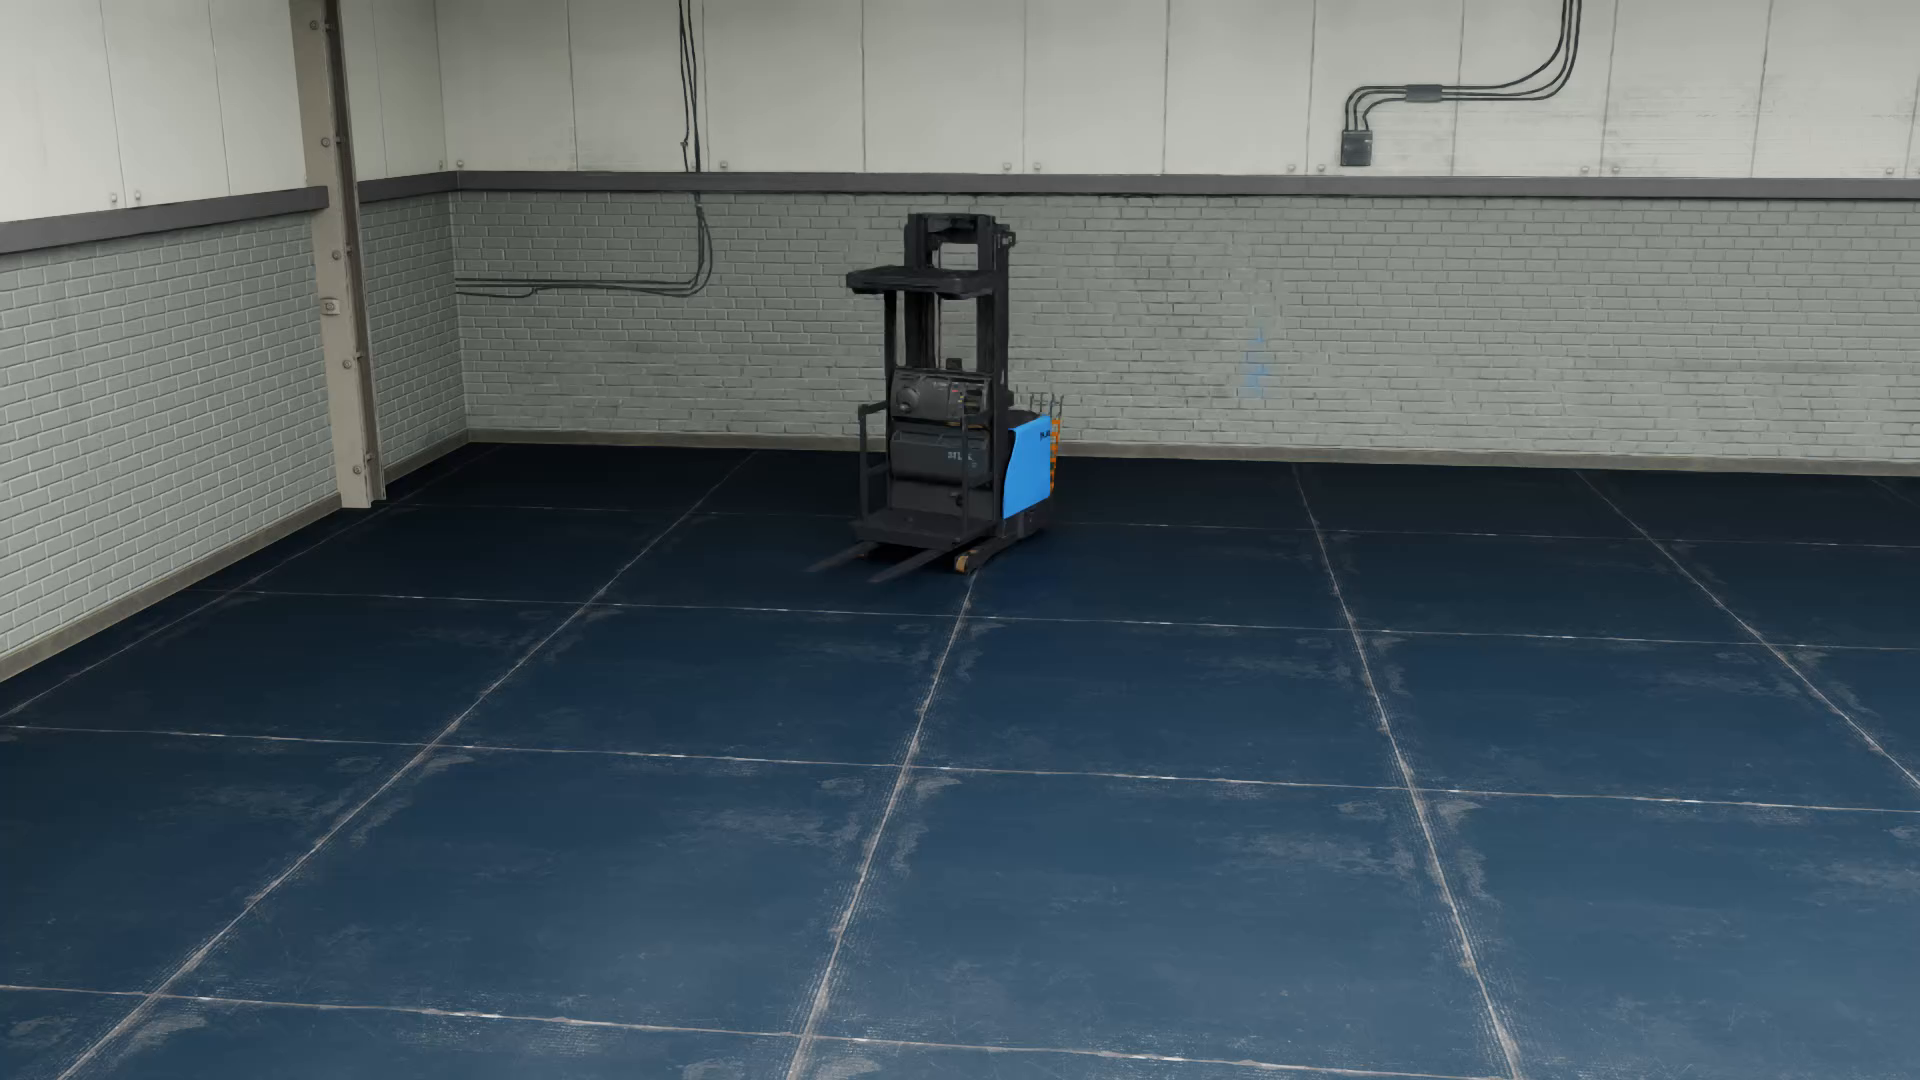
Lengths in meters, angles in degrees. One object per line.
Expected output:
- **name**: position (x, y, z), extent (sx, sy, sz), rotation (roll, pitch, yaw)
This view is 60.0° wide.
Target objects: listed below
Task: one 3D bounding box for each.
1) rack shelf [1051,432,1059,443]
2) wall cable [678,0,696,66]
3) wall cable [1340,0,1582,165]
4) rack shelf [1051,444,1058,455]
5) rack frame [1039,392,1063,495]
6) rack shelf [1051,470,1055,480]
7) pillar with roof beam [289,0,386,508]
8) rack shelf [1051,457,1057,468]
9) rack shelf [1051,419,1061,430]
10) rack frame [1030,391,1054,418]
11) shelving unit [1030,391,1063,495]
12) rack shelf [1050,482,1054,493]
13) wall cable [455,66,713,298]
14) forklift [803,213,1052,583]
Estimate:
- **rack shelf**: position (0.786, -0.990, 15.760), extent (0.258, 0.103, 0.180), rotation (10, 7, 32)
- **wall cable**: position (-1.601, -6.298, 17.487), extent (3.097, 2.526, 0.112), rotation (2, 15, 6)
- **wall cable**: position (5.142, -6.797, 16.542), extent (2.305, 6.003, 0.169), rotation (2, 15, 6)
- **rack shelf**: position (0.773, -0.871, 15.772), extent (0.258, 0.103, 0.180), rotation (10, 7, 32)
- **rack frame**: position (0.814, -0.798, 15.857), extent (0.240, 1.200, 0.006), rotation (10, 7, 32)
- **rack shelf**: position (0.748, -0.633, 15.795), extent (0.258, 0.103, 0.180), rotation (10, 7, 32)
- **pillar with roof beam**: position (-1.658, -4.587, 14.885), extent (9.100, 9.000, 0.400), rotation (2, 15, 6)
- **rack shelf**: position (0.761, -0.752, 15.784), extent (0.258, 0.103, 0.180), rotation (10, 7, 32)
- **rack shelf**: position (0.799, -1.108, 15.749), extent (0.258, 0.103, 0.180), rotation (10, 7, 32)
- **rack frame**: position (0.716, -0.794, 15.702), extent (0.240, 1.200, 0.006), rotation (10, 7, 32)
- **shelving unit**: position (0.765, -0.796, 15.779), extent (0.258, 1.200, 0.189), rotation (10, 7, 32)
- **rack shelf**: position (0.735, -0.515, 15.807), extent (0.258, 0.103, 0.180), rotation (10, 7, 32)
- **wall cable**: position (-4.289, -3.940, 18.441), extent (3.097, 2.526, 0.112), rotation (2, 15, 6)
- **forklift**: position (-0.270, -1.255, 14.187), extent (1.130, 2.935, 3.031), rotation (8, 17, 26)
